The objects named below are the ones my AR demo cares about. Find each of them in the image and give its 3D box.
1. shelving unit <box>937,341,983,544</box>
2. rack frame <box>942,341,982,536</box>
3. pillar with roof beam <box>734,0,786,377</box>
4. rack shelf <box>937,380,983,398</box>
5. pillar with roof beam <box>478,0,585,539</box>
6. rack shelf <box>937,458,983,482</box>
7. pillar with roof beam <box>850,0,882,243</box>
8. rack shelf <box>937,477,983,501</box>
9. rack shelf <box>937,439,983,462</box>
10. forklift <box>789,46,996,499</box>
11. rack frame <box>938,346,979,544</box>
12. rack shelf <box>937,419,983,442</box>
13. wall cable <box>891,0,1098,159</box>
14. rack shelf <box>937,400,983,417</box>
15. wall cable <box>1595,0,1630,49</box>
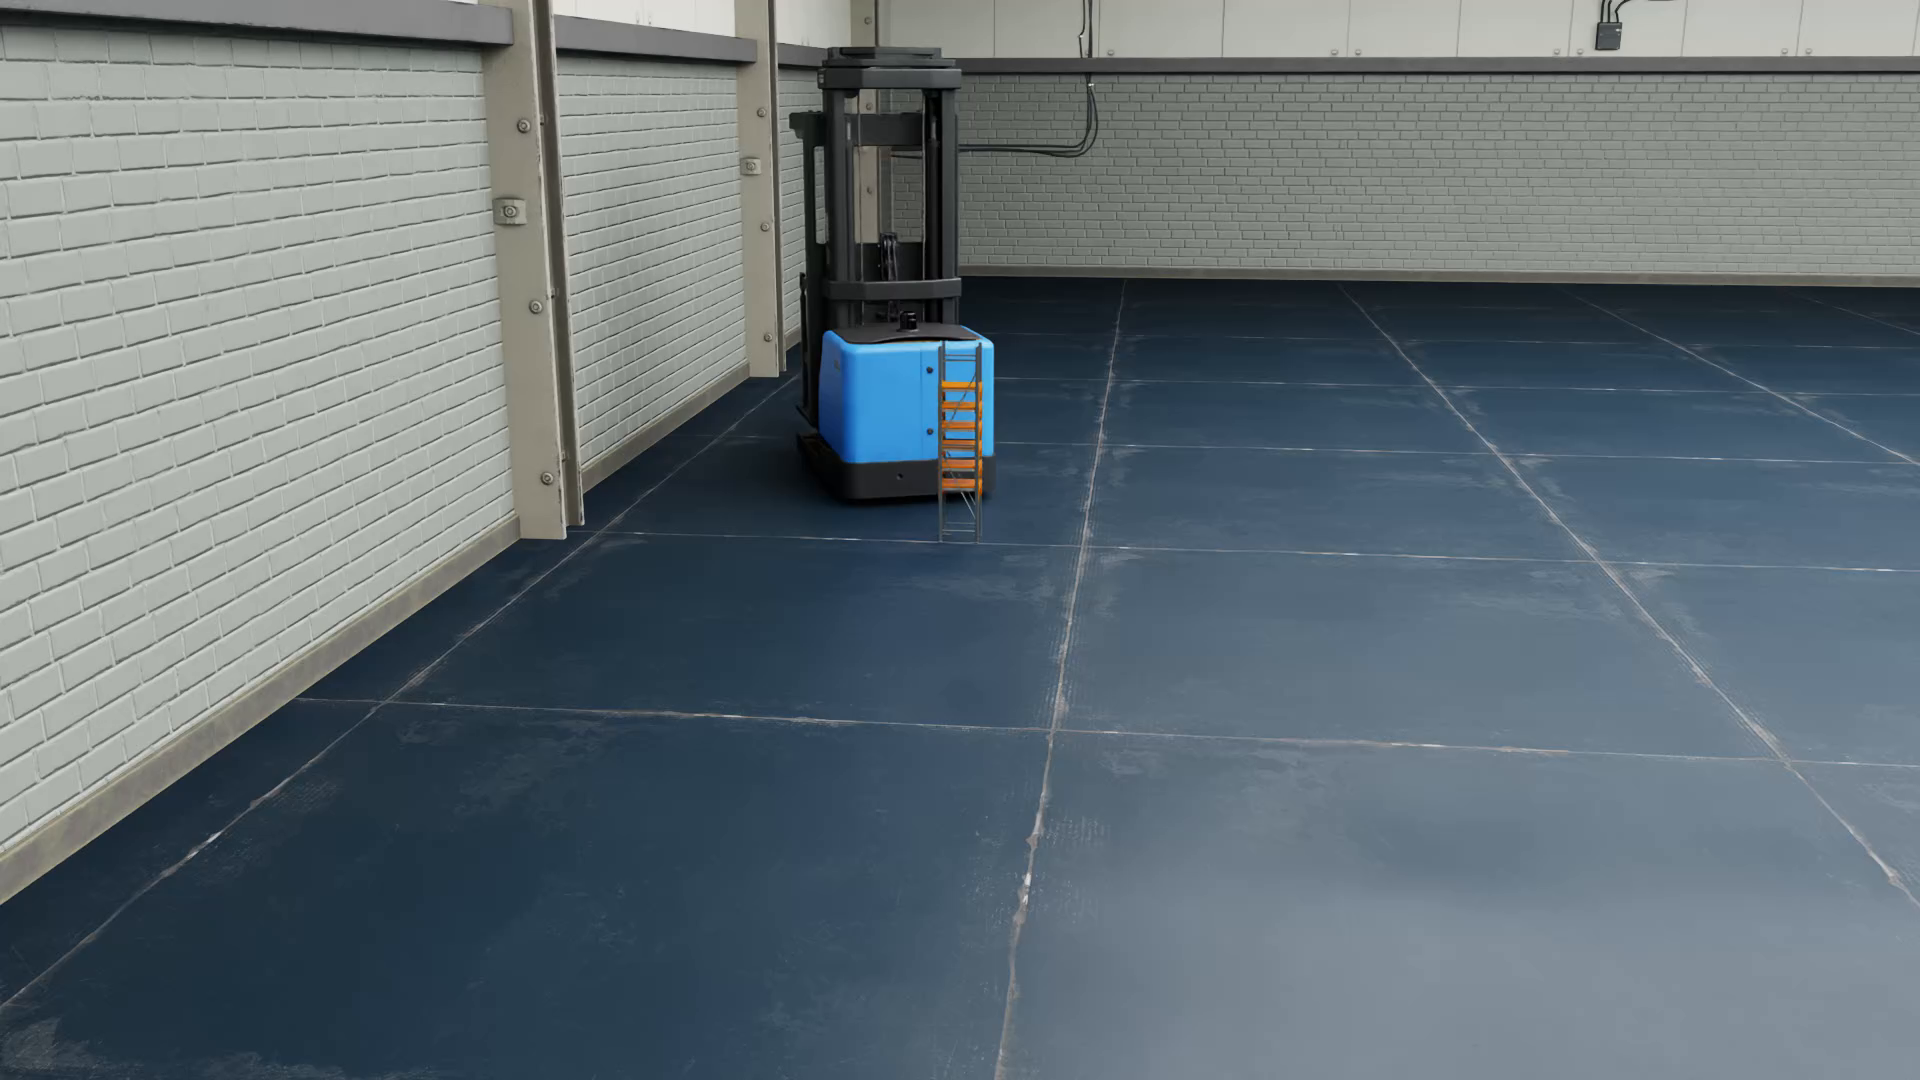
[{"bbox_3d":[0.002,-0.583,10.019,0.258,1.200,0.189,2,15,6],"label":"shelving unit"},{"bbox_3d":[0.012,-0.607,10.107,0.240,1.200,0.006,2,15,6],"label":"rack frame"},{"bbox_3d":[2.398,-5.833,14.493,9.100,9.000,0.400,2,15,6],"label":"pillar with roof beam"},{"bbox_3d":[0.002,-0.888,9.937,0.258,0.103,0.180,2,15,6],"label":"rack shelf"},{"bbox_3d":[1.721,-4.277,8.738,9.100,9.000,0.400,2,15,6],"label":"pillar with roof beam"},{"bbox_3d":[0.002,-0.424,10.062,0.258,0.103,0.180,2,15,6],"label":"rack shelf"},{"bbox_3d":[3.075,-7.389,20.248,9.100,9.000,0.400,2,15,6],"label":"pillar with roof beam"},{"bbox_3d":[0.002,-0.308,10.094,0.258,0.103,0.180,2,15,6],"label":"rack shelf"},{"bbox_3d":[0.002,-0.540,10.031,0.258,0.103,0.180,2,15,6],"label":"rack shelf"},{"bbox_3d":[-0.609,-2.022,12.026,1.130,2.935,3.031,-4,16,-13],"label":"forklift"},{"bbox_3d":[-0.009,-0.559,9.932,0.240,1.200,0.006,2,15,6],"label":"rack frame"},{"bbox_3d":[0.002,-0.656,10.000,0.258,0.103,0.180,2,15,6],"label":"rack shelf"},{"bbox_3d":[0.444,-6.742,23.804,3.097,2.526,0.112,2,15,6],"label":"wall cable"},{"bbox_3d":[0.002,-0.772,9.968,0.258,0.103,0.180,2,15,6],"label":"rack shelf"},{"bbox_3d":[9.875,-9.599,21.905,2.305,6.003,0.169,2,15,6],"label":"wall cable"}]
